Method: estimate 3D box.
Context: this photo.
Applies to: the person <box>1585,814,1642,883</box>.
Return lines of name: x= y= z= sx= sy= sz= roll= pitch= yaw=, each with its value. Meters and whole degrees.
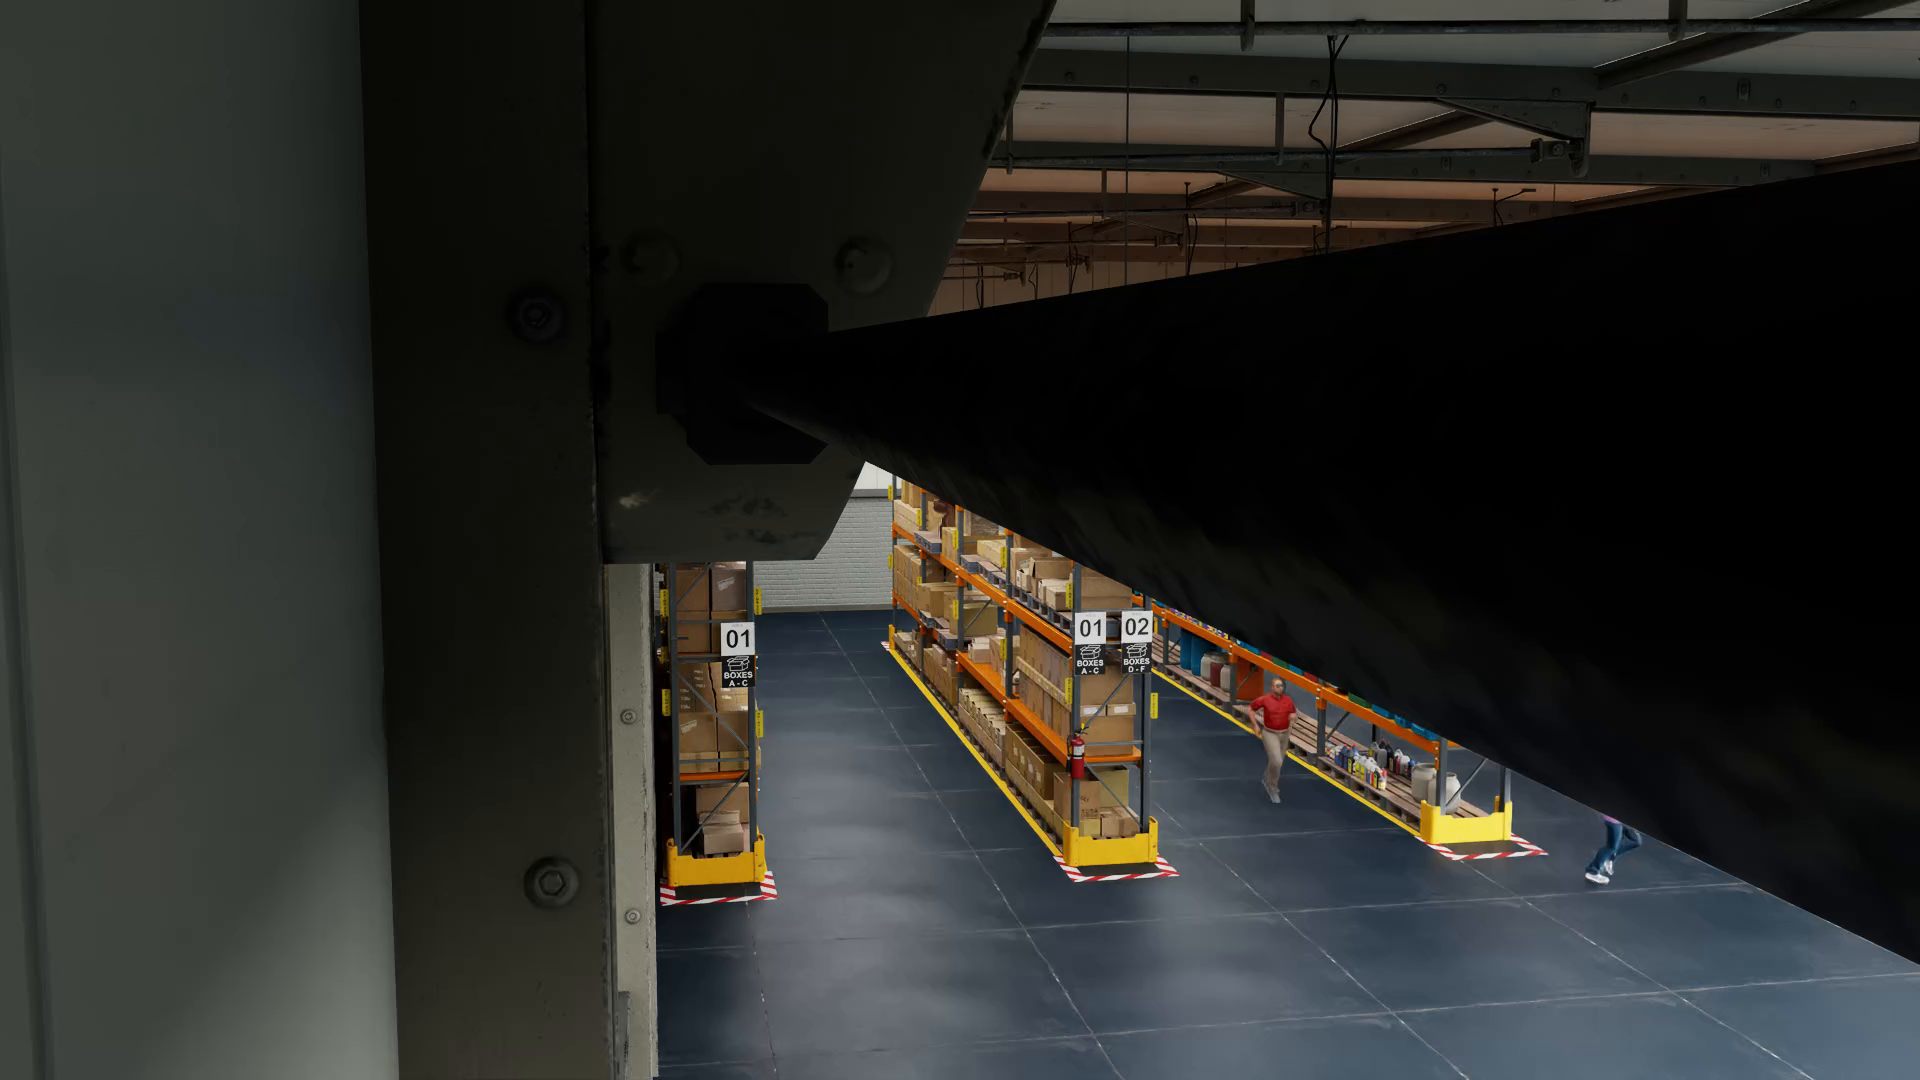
person: x=7.975 y=3.381 z=20.103 sx=0.720 sy=1.554 sz=0.562 roll=3 pitch=7 yaw=26

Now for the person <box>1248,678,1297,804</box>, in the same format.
person: x=4.561 y=2.889 z=24.048 sx=0.634 sy=1.803 sz=0.789 roll=-3 pitch=7 yaw=-24
